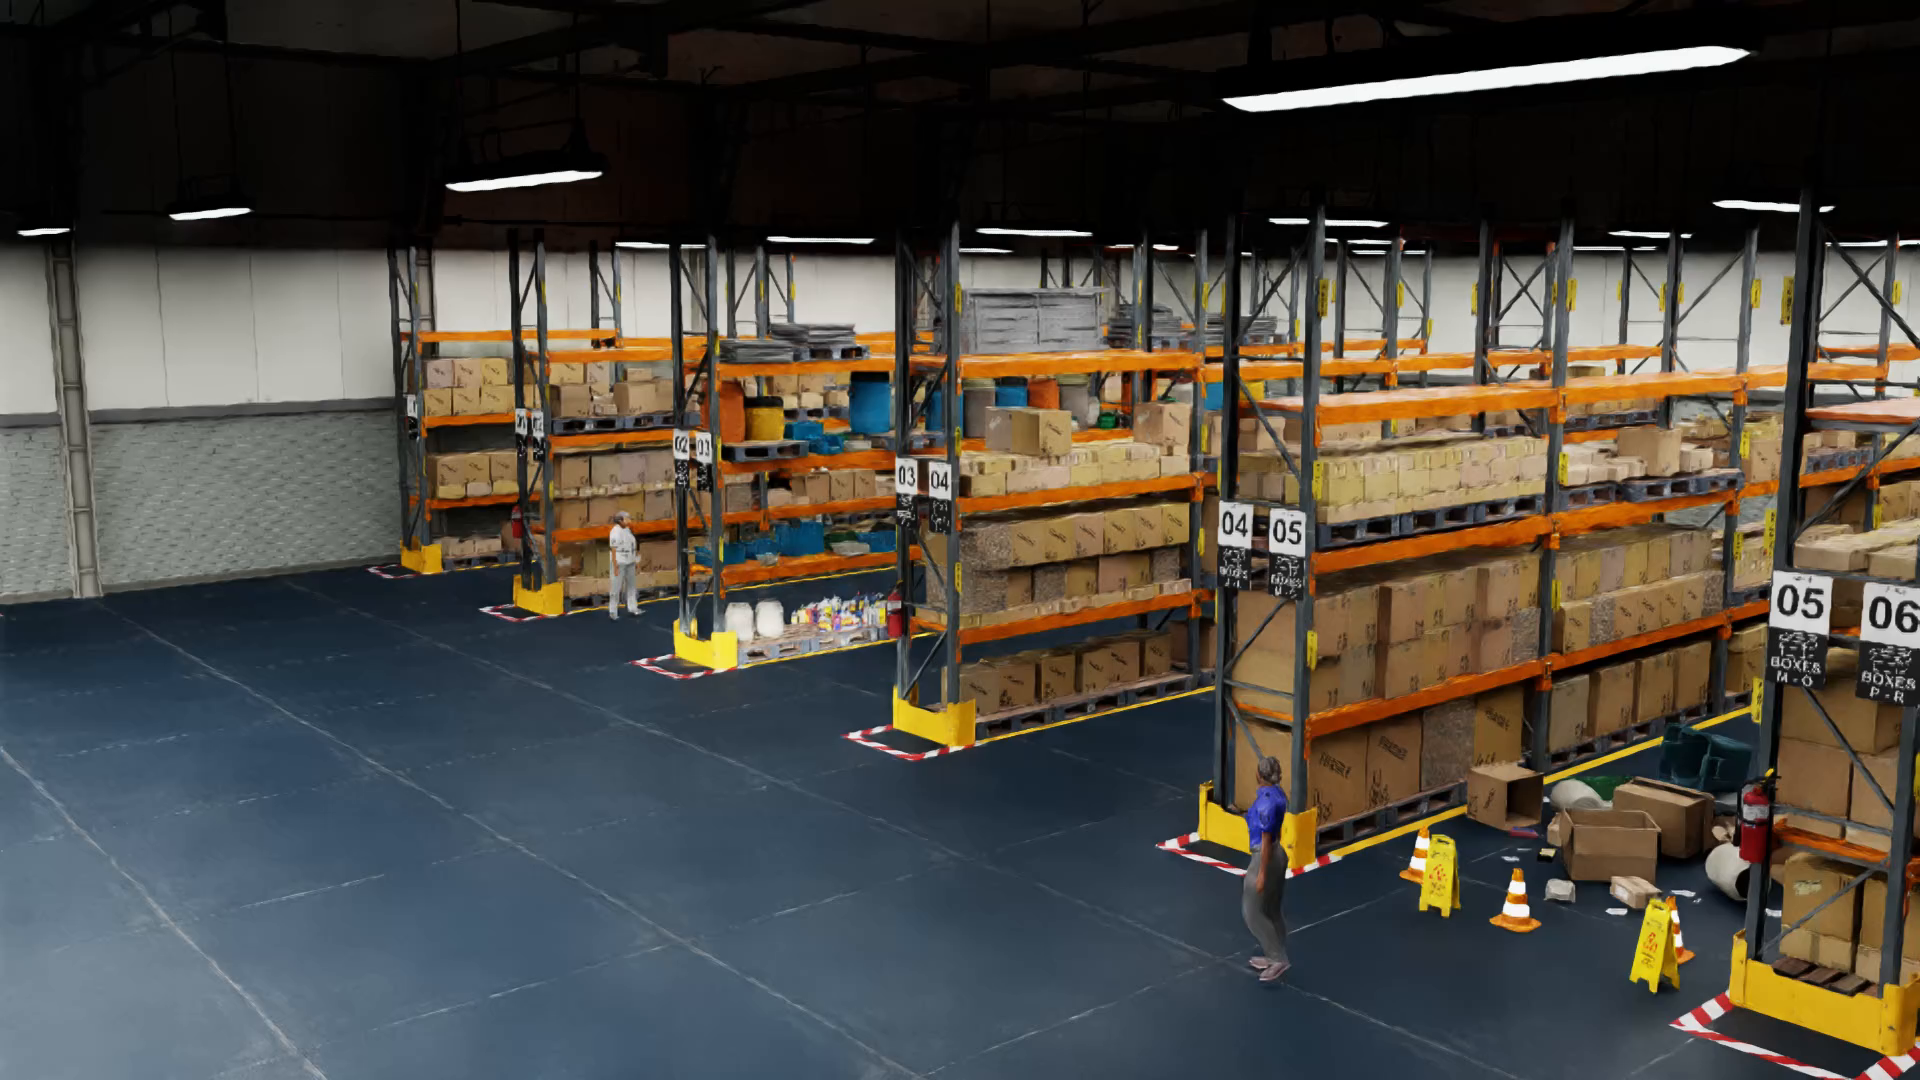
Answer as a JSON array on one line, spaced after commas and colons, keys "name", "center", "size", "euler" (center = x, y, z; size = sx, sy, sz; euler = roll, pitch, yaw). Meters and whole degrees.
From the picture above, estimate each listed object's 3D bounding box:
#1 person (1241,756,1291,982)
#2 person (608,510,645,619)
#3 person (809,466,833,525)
[{"name": "person", "center": [2.321, 2.500, 12.477], "size": [0.385, 1.540, 0.571], "euler": [4, 10, 24]}, {"name": "person", "center": [-5.224, 0.372, 25.854], "size": [0.463, 1.668, 0.578], "euler": [4, 10, 23]}, {"name": "person", "center": [-2.889, -0.894, 33.827], "size": [0.528, 1.727, 1.030], "euler": [8, 12, 41]}]
